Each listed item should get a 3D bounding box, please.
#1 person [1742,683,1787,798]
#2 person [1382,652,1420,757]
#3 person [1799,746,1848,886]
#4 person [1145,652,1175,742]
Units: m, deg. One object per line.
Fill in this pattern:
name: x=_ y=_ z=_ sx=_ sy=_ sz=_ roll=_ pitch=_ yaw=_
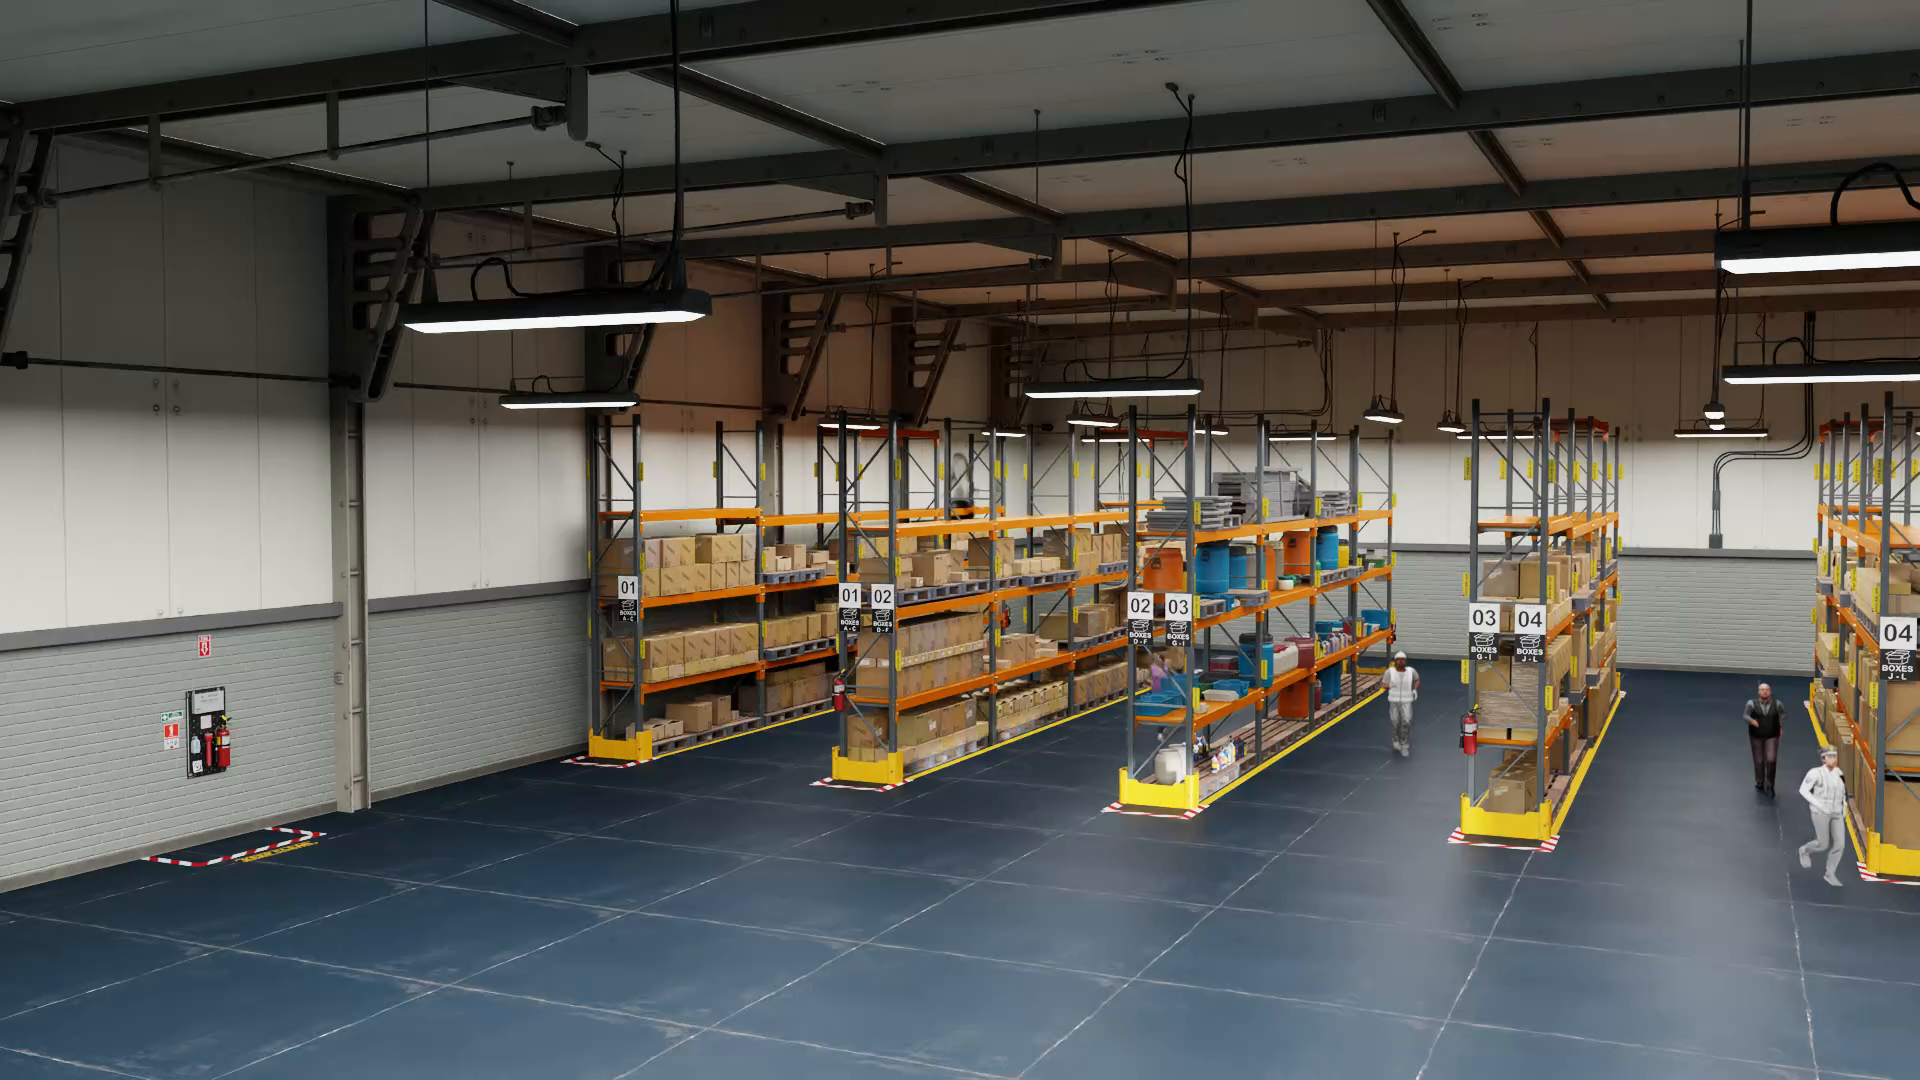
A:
person: x=12.434 y=3.092 z=25.723 sx=0.604 sy=1.755 sz=0.803 roll=1 pitch=3 yaw=30
person: x=7.793 y=2.900 z=29.415 sx=0.656 sy=1.840 sz=0.729 roll=1 pitch=2 yaw=14
person: x=10.579 y=3.342 z=20.368 sx=0.635 sy=1.699 sz=0.652 roll=0 pitch=2 yaw=-7
person: x=3.731 y=2.912 z=31.108 sx=0.528 sy=1.633 sz=0.750 roll=1 pitch=3 yaw=22
